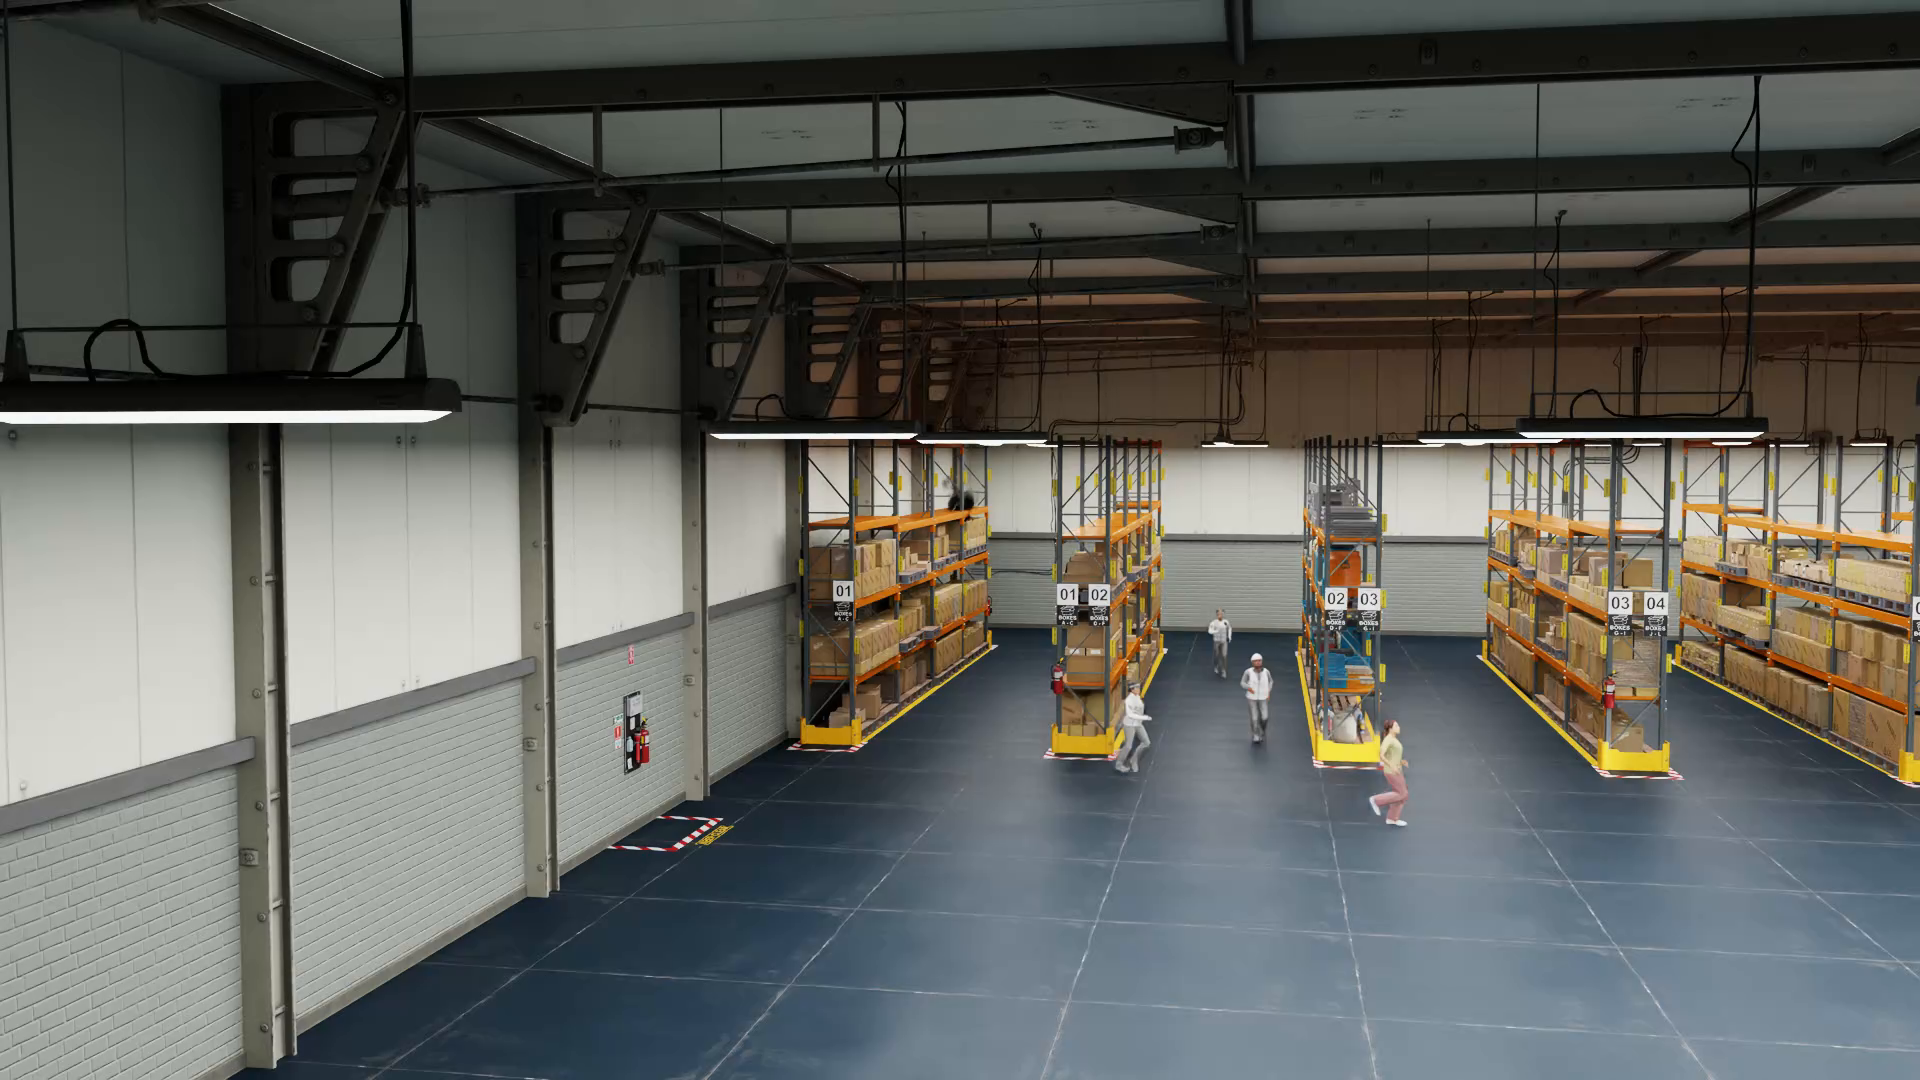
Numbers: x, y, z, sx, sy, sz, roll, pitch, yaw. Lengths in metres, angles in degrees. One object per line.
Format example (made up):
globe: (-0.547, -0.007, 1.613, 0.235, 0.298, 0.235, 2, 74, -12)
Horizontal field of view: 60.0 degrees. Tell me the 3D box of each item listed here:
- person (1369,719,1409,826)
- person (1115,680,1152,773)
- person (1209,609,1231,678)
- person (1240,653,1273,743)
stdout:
person: (6.563, 3.548, 25.412, 0.565, 1.608, 0.581, 1, 3, 24)
person: (3.086, 3.289, 29.386, 0.739, 1.671, 0.578, 2, 4, 37)
person: (6.575, 2.586, 42.011, 0.599, 1.712, 0.892, 0, 3, 3)
person: (5.802, 3.089, 32.434, 0.655, 1.749, 0.635, 0, 3, 3)
